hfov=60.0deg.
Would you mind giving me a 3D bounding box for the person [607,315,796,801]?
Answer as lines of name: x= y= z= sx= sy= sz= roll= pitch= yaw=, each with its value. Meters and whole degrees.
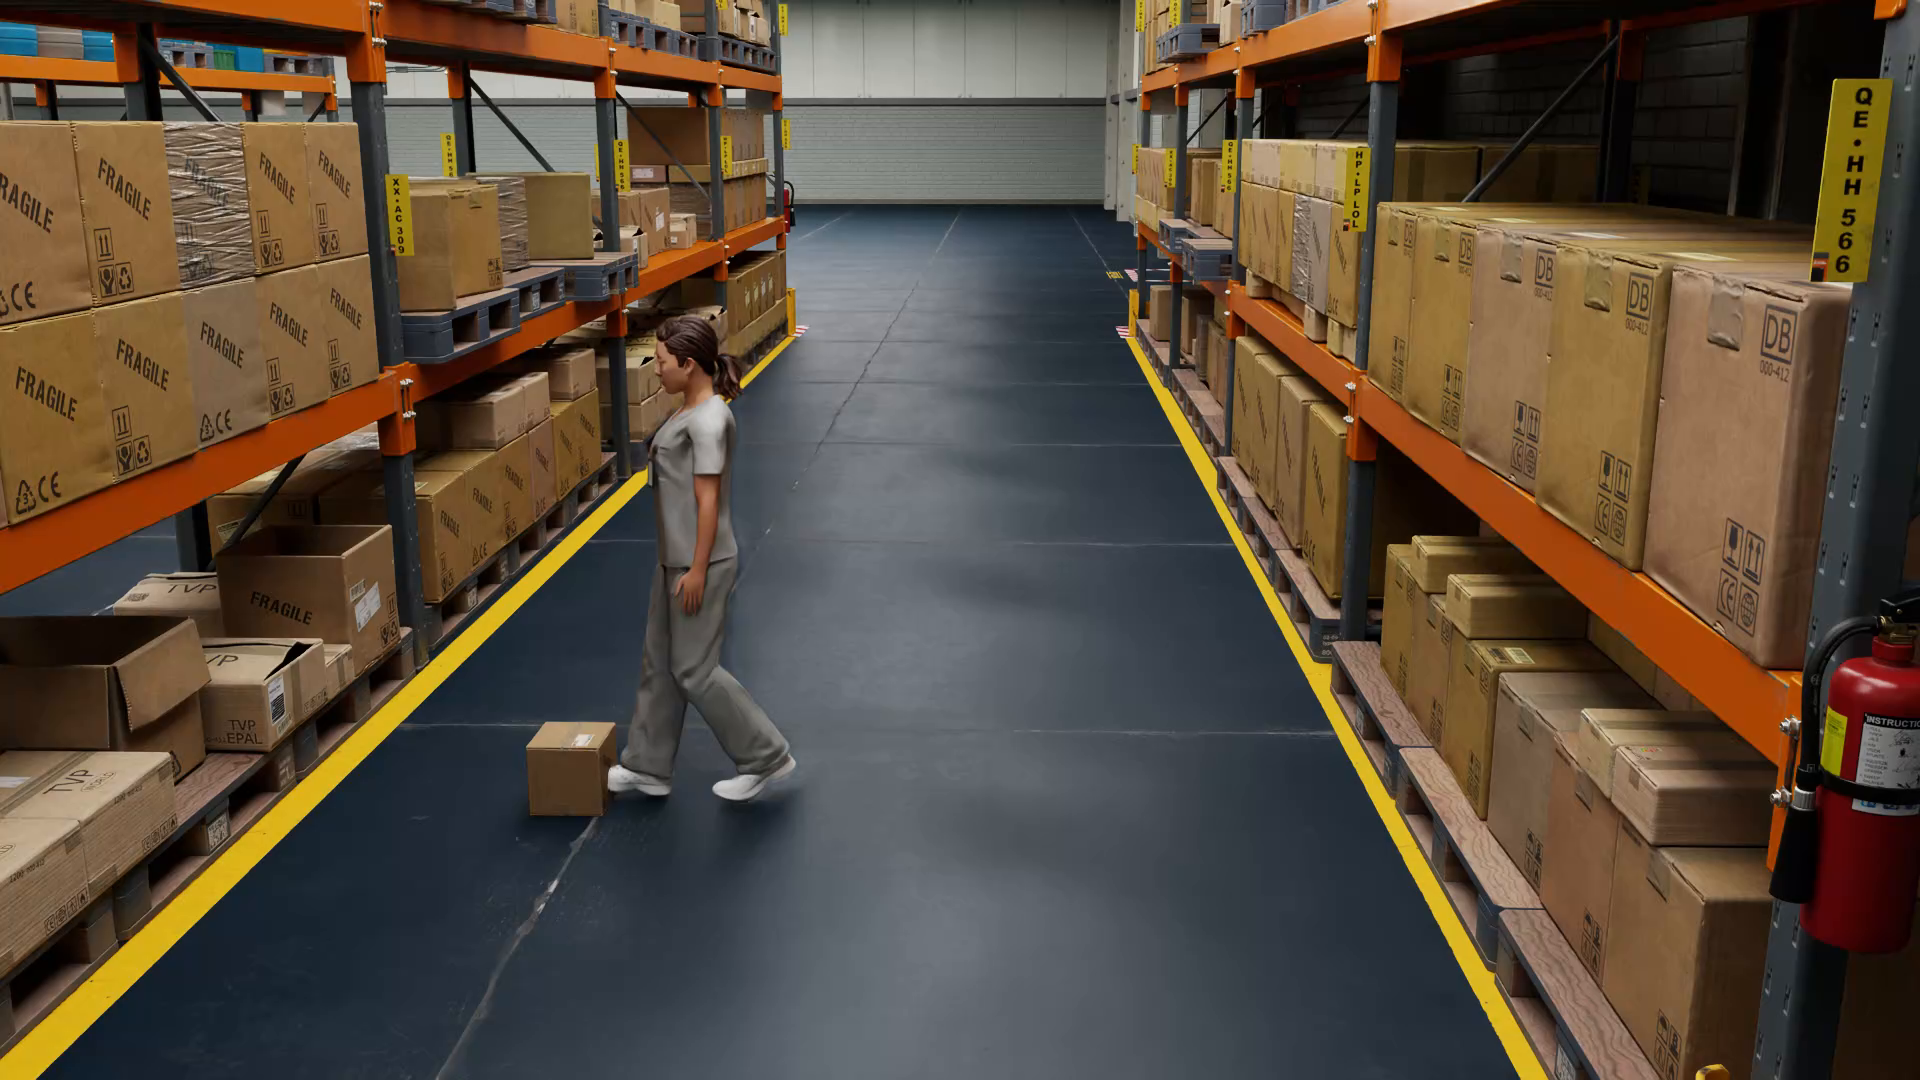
person: x=-0.947 y=0.080 z=5.624 sx=0.718 sy=1.665 sz=0.467 roll=-4 pitch=15 yaw=-17
